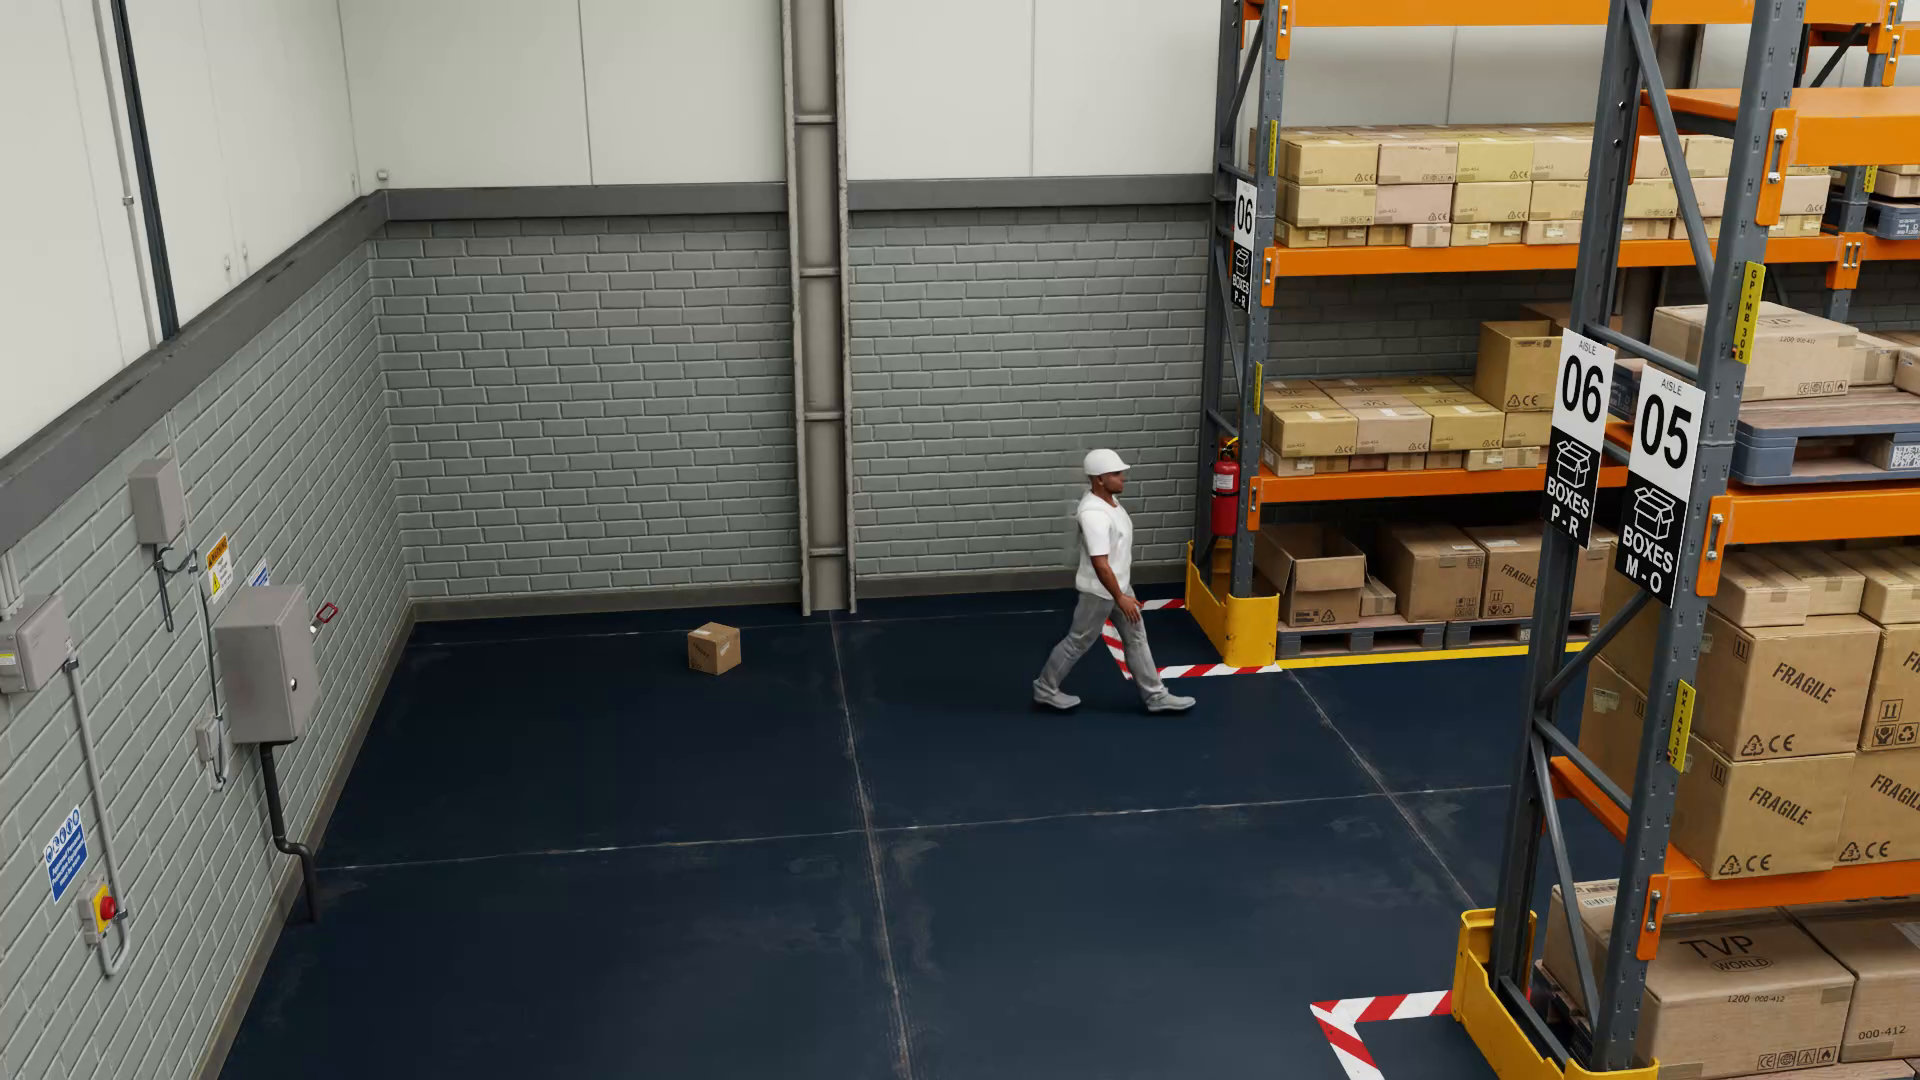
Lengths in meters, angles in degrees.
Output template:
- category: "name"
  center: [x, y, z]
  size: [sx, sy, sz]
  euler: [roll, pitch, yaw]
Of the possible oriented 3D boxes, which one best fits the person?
- category: "person"
  center: [0.962, 0.281, 10.254]
  size: [1.021, 1.713, 0.606]
  euler: [6, 21, 15]
